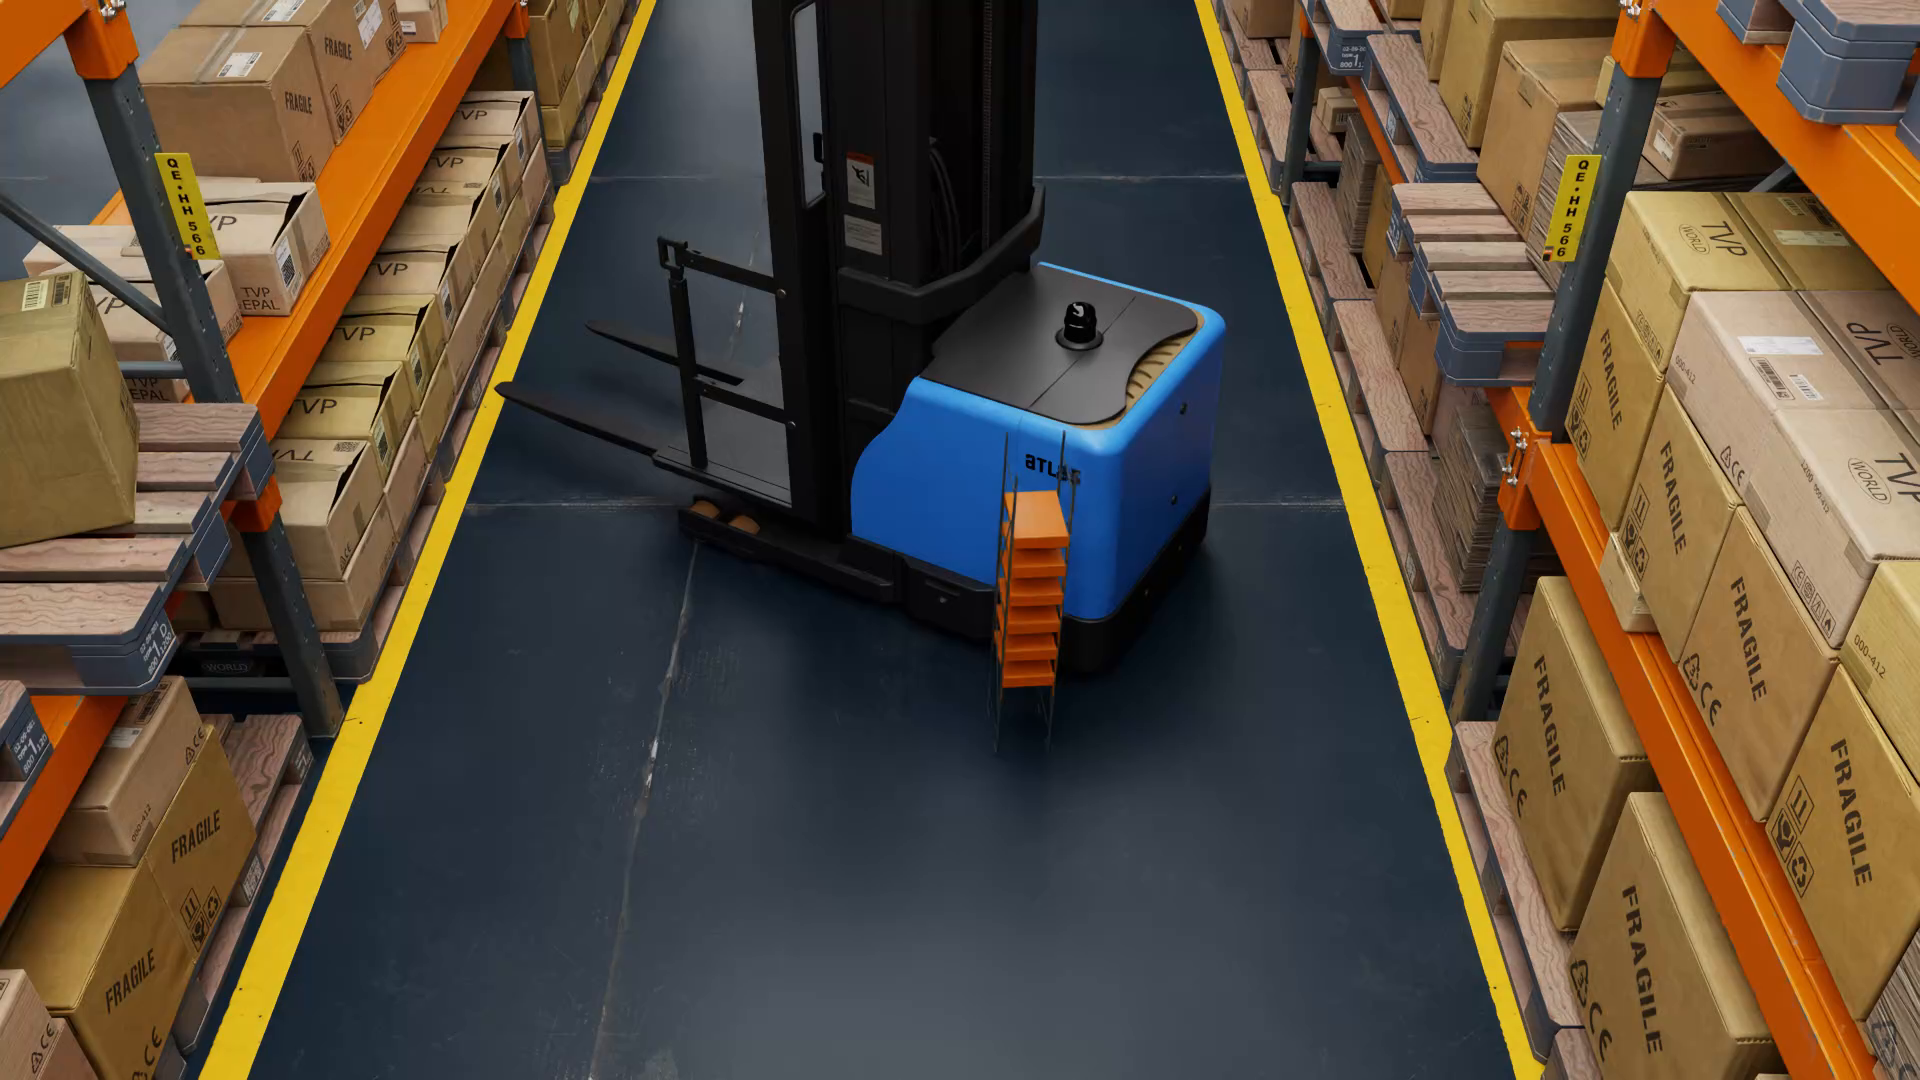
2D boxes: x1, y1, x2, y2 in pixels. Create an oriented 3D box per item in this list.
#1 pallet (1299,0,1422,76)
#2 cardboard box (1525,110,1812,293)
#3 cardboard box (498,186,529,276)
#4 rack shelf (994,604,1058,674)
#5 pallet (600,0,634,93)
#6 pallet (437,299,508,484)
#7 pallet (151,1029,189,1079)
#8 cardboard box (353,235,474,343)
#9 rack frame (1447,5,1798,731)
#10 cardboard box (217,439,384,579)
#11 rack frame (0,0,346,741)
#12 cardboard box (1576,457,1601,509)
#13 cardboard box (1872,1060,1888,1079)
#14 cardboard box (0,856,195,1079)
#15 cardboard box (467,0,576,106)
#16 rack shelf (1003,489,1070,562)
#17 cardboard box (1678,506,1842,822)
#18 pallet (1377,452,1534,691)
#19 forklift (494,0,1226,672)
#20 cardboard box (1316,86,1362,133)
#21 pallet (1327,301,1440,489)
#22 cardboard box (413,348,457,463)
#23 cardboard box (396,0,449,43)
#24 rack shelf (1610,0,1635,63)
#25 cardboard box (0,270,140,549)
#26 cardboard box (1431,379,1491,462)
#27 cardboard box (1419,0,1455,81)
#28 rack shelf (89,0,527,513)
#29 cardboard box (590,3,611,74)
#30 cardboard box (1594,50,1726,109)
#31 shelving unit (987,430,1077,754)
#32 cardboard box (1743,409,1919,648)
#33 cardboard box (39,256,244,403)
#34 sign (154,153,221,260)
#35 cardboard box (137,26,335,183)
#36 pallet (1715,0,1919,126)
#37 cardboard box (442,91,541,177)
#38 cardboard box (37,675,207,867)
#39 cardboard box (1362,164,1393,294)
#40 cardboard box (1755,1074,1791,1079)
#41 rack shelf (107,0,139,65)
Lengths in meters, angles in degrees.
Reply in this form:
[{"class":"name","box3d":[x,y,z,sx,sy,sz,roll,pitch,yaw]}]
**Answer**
[{"class":"pallet","box3d":[2.102,-2.457,7.570,1.003,0.211,1.213,0,39,0]},{"class":"cardboard box","box3d":[2.240,-1.013,5.183,0.700,0.500,0.500,-4,39,-5]},{"class":"cardboard box","box3d":[-2.418,-1.519,8.110,0.500,0.250,0.500,-1,39,-1]},{"class":"rack shelf","box3d":[0.221,0.327,5.640,0.180,0.103,0.258,-2,39,-7]},{"class":"pallet","box3d":[-2.671,-3.178,10.546,1.003,0.211,1.213,0,39,0]},{"class":"pallet","box3d":[-2.663,-0.690,7.442,1.003,0.211,1.213,0,39,0]},{"class":"pallet","box3d":[-2.741,1.814,4.318,1.003,0.211,1.213,0,39,0]},{"class":"cardboard box","box3d":[-2.418,-1.109,7.149,0.500,0.311,0.500,0,39,-1]},{"class":"rack frame","box3d":[2.251,-0.508,4.985,1.000,3.000,0.127,0,39,0]},{"class":"cardboard box","box3d":[-2.410,-0.140,5.940,0.500,0.311,0.500,1,39,1]},{"class":"rack frame","box3d":[-2.703,-0.502,4.978,1.000,3.000,0.127,0,39,0]},{"class":"cardboard box","box3d":[2.020,-0.212,4.801,0.380,0.149,0.250,-1,39,-1]},{"class":"cardboard box","box3d":[2.014,1.078,3.191,0.380,0.149,0.250,-1,39,-1]},{"class":"cardboard box","box3d":[-2.467,1.210,4.489,0.500,0.500,0.500,-1,39,-2]},{"class":"cardboard box","box3d":[-2.395,-2.677,8.956,0.500,0.500,0.500,0,39,0]},{"class":"rack shelf","box3d":[0.240,-0.049,5.342,0.180,0.103,0.258,-2,39,-7]},{"class":"cardboard box","box3d":[1.986,0.271,3.680,0.500,0.500,0.500,0,39,0]},{"class":"pallet","box3d":[2.251,0.091,6.467,1.003,0.211,1.213,0,39,0]},{"class":"forklift","box3d":[-0.547,-1.340,6.078,3.031,2.935,1.130,20,43,23]},{"class":"cardboard box","box3d":[2.216,-2.410,9.273,0.380,0.166,0.250,-5,39,-6]},{"class":"pallet","box3d":[2.253,-0.670,7.417,1.003,0.211,1.213,0,39,0]},{"class":"cardboard box","box3d":[-2.418,-0.560,6.913,0.500,0.250,0.500,-1,39,-1]},{"class":"cardboard box","box3d":[-2.523,-2.401,7.455,0.396,0.266,0.258,-1,39,-1]},{"class":"rack shelf","box3d":[2.249,-2.649,5.833,1.077,0.370,4.000,0,39,0]},{"class":"cardboard box","box3d":[-2.589,-0.311,4.324,0.700,0.500,0.500,-12,40,-15]},{"class":"cardboard box","box3d":[2.314,-0.477,6.593,0.700,0.500,0.500,0,39,0]},{"class":"cardboard box","box3d":[2.238,-2.141,6.591,0.700,0.500,0.500,5,39,6]},{"class":"rack shelf","box3d":[-2.705,-1.472,6.764,1.077,0.370,4.000,0,39,0]},{"class":"cardboard box","box3d":[-2.396,-3.010,9.970,0.500,0.250,0.500,0,39,0]},{"class":"cardboard box","box3d":[2.205,-1.389,5.134,0.380,0.149,0.250,-6,39,-8]},{"class":"shelving unit","box3d":[0.228,0.198,5.538,0.189,1.200,0.258,-2,39,-7]},{"class":"cardboard box","box3d":[1.999,-0.031,3.456,0.500,0.250,0.500,0,39,0]},{"class":"cardboard box","box3d":[-2.660,-0.695,5.290,0.500,0.311,0.500,2,39,3]},{"class":"sign","box3d":[-2.160,-0.929,4.648,0.100,0.325,0.005,0,39,0]},{"class":"cardboard box","box3d":[-2.721,-1.590,6.256,0.500,0.500,0.500,-2,39,-2]},{"class":"pallet","box3d":[2.305,-1.202,3.604,1.213,0.211,1.003,2,39,2]},{"class":"cardboard box","box3d":[-2.420,-2.060,8.337,0.500,0.311,0.500,0,39,0]},{"class":"cardboard box","box3d":[-2.463,0.629,4.614,0.500,0.250,0.500,1,39,2]},{"class":"cardboard box","box3d":[2.315,-1.422,7.773,0.700,0.500,0.500,-1,39,-1]},{"class":"cardboard box","box3d":[2.121,1.706,3.606,0.750,0.750,0.750,1,39,1]},{"class":"rack shelf","box3d":[-2.705,-2.643,5.826,1.077,0.370,4.000,0,39,0]}]
